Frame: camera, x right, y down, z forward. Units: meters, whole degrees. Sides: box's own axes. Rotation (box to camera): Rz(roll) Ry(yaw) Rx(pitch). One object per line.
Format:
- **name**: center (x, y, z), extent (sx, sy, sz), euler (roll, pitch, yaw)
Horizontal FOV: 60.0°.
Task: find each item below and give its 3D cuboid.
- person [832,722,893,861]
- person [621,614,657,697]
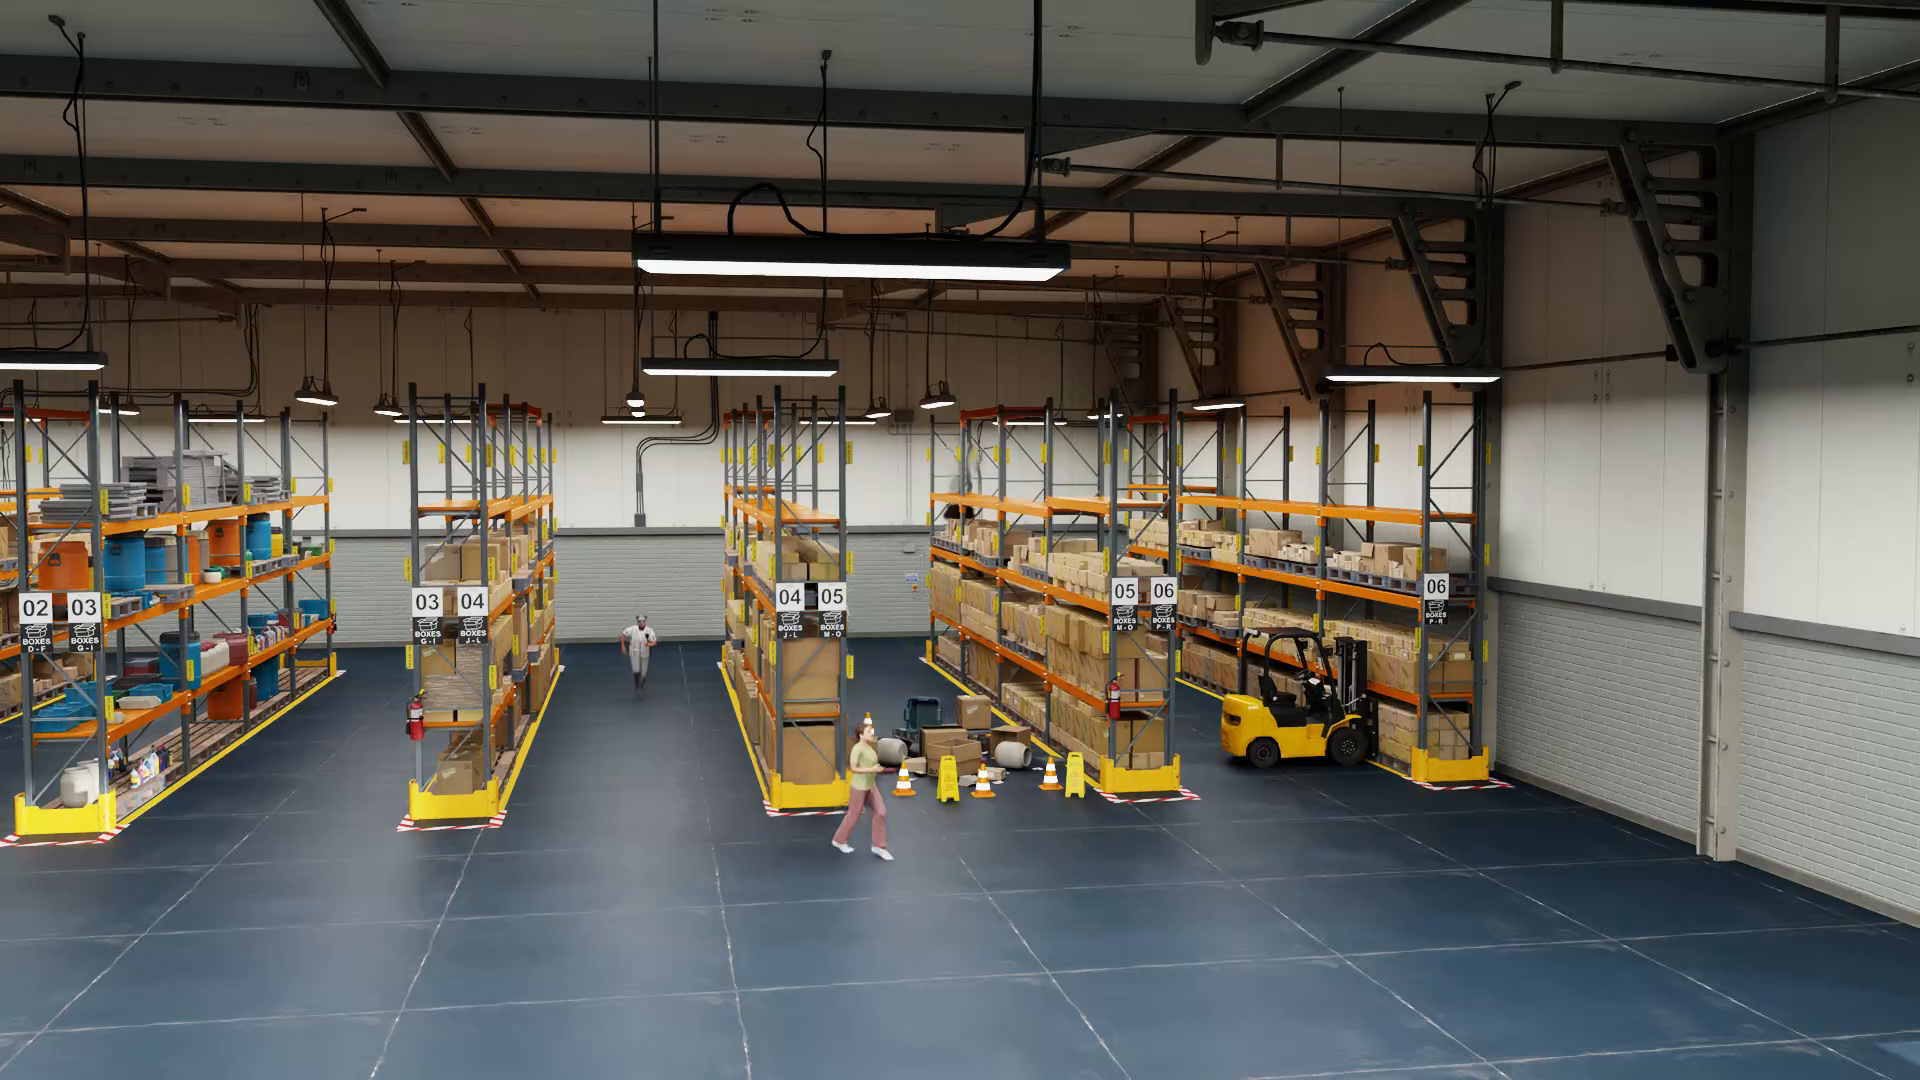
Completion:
- **person**: center (-1.236, 3.112, 20.638), extent (0.798, 1.713, 0.565), euler (2, 3, 28)
- **person**: center (-6.602, 2.382, 34.246), extent (0.701, 1.730, 0.786), euler (-1, 3, -15)
